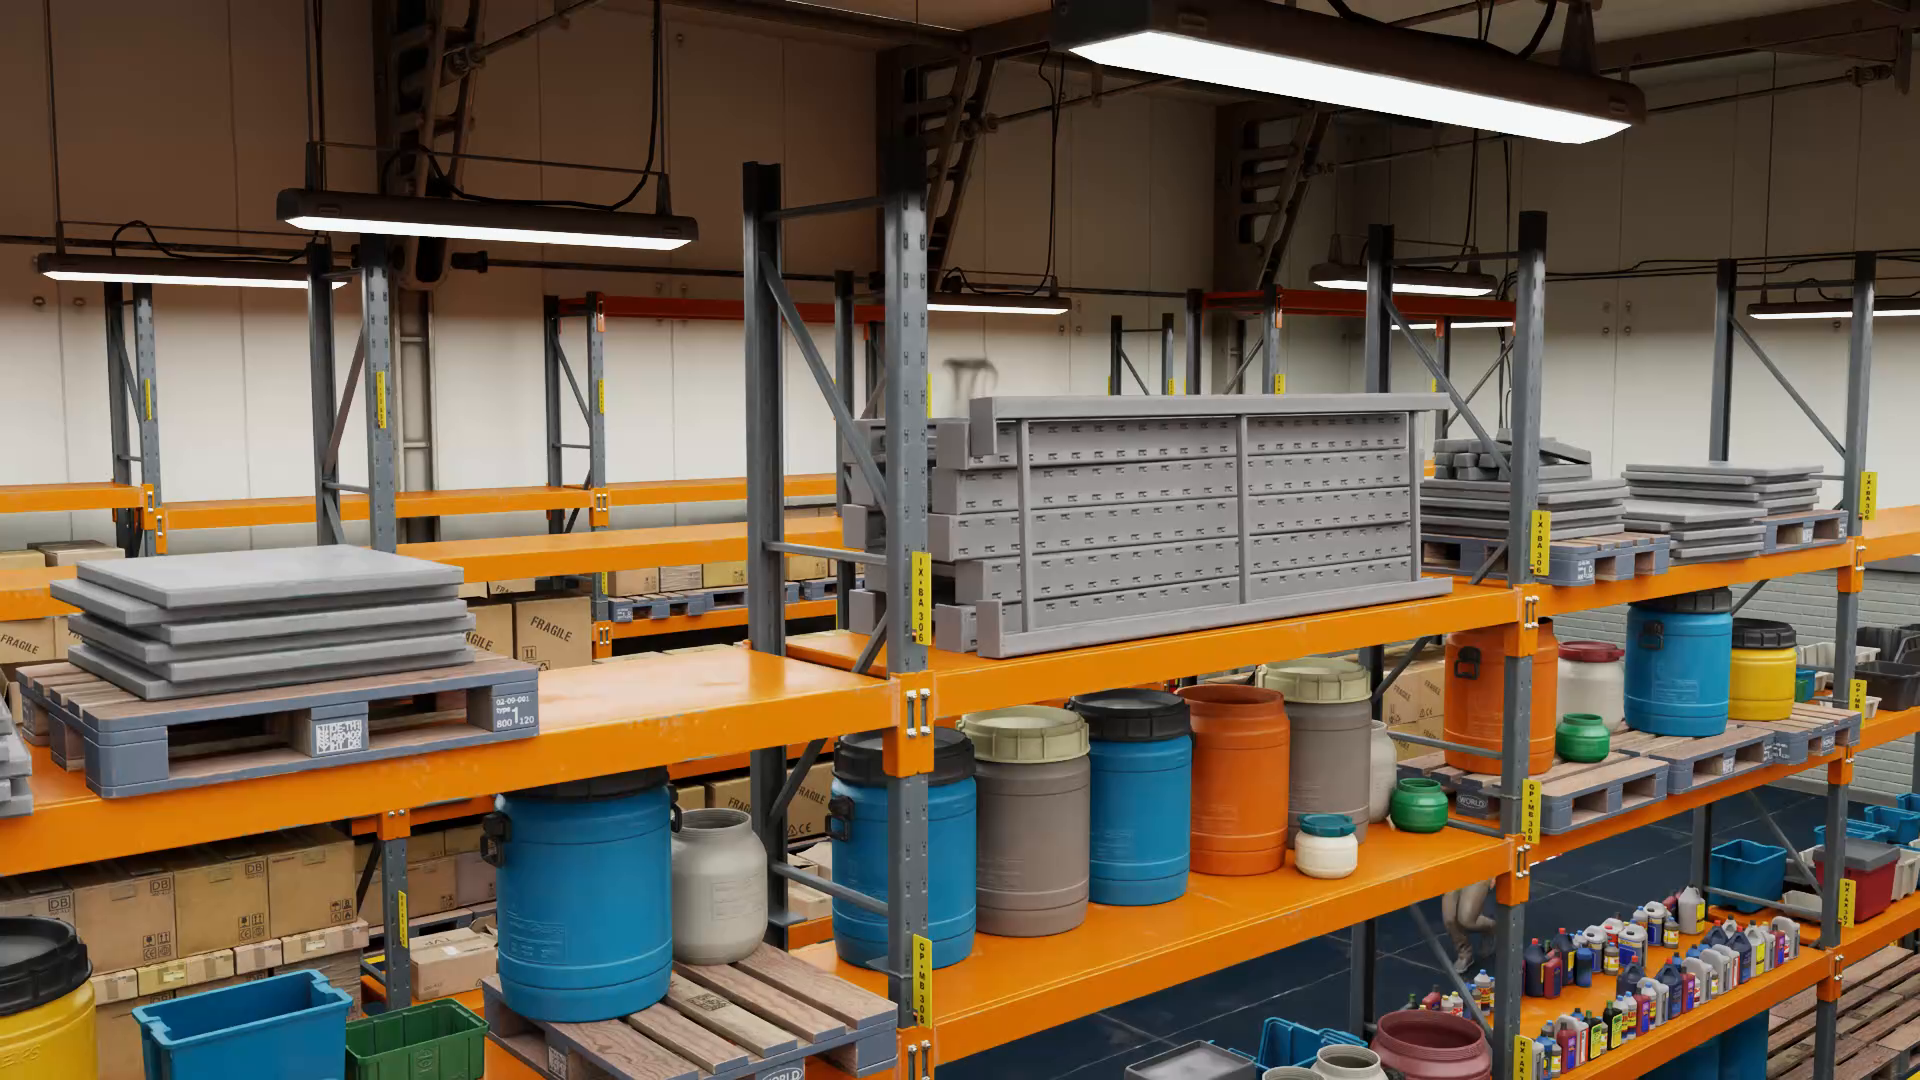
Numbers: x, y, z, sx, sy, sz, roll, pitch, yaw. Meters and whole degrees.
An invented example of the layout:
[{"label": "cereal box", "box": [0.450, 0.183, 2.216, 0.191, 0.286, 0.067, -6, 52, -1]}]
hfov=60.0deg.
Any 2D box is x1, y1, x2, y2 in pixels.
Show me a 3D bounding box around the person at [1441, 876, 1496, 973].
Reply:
[{"label": "person", "box": [4.438, 2.941, 14.543, 0.664, 1.683, 0.599, 5, 8, 43]}]
